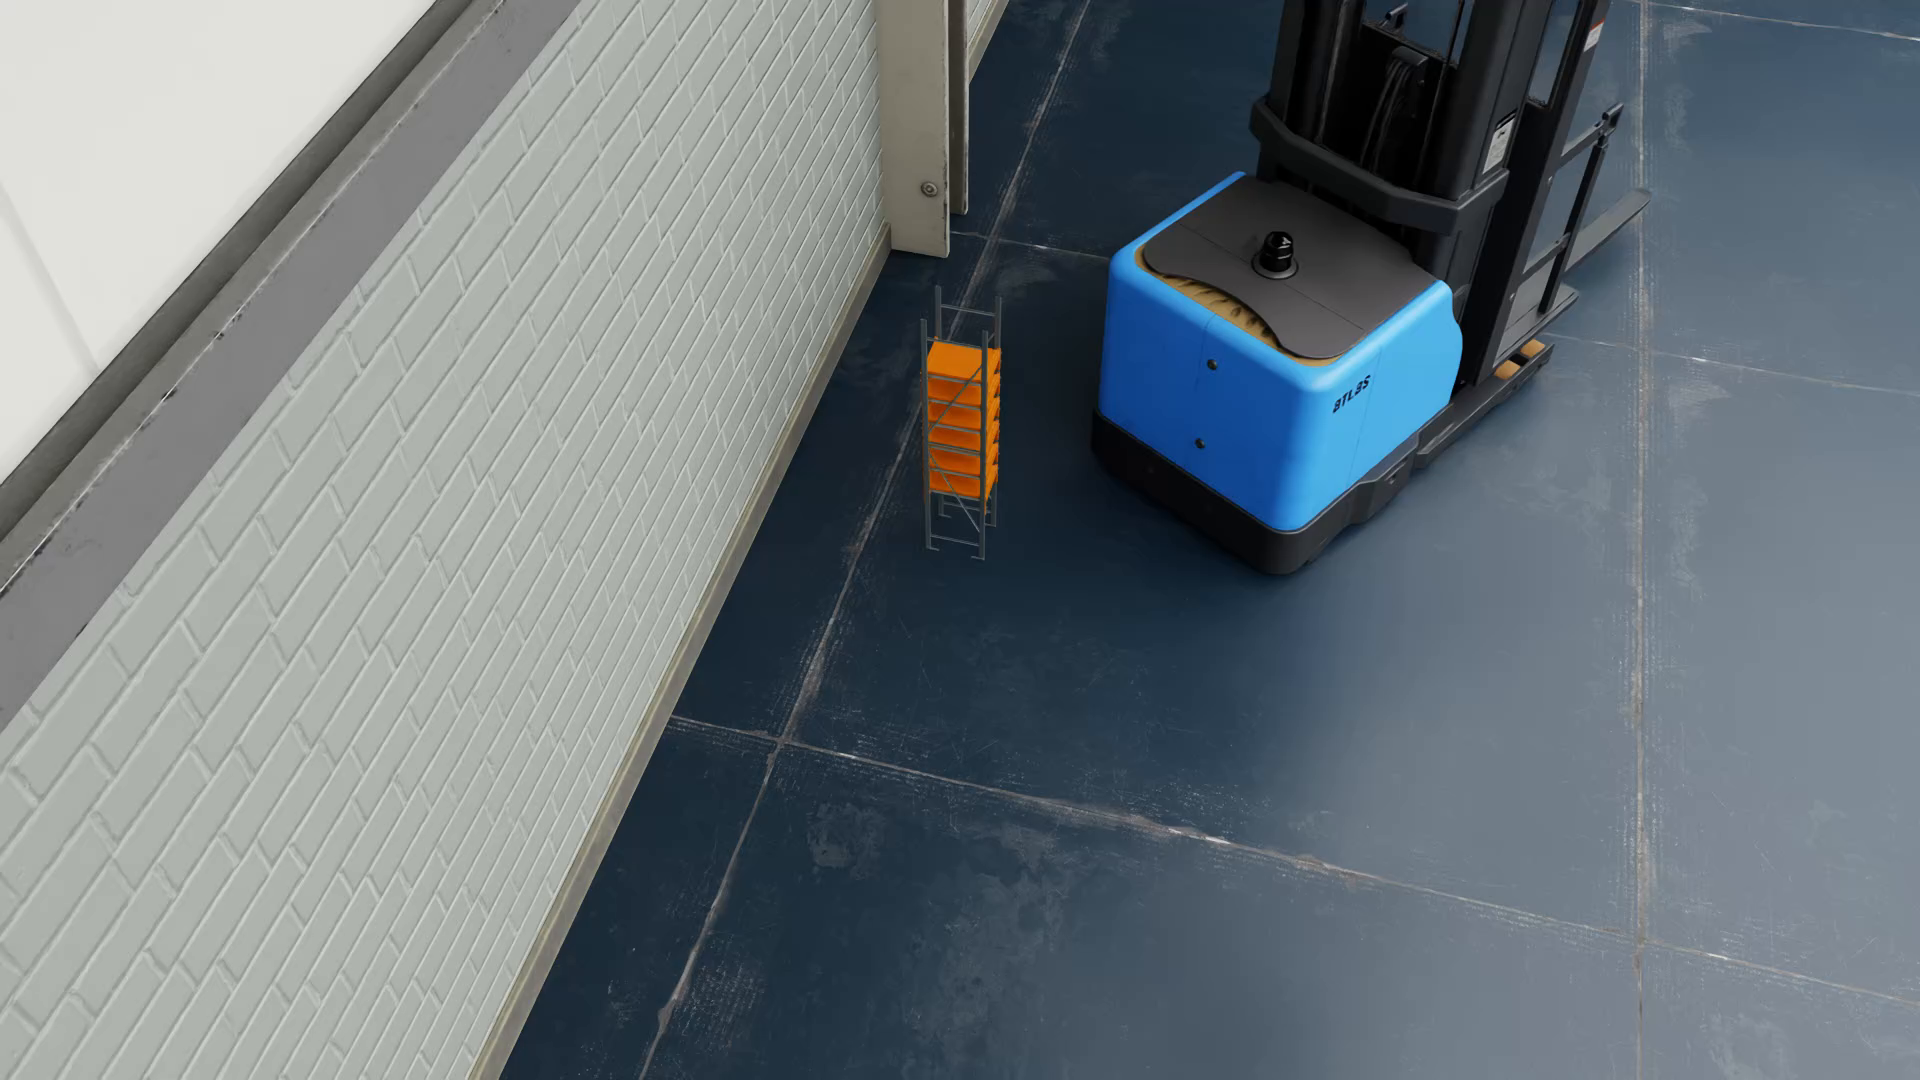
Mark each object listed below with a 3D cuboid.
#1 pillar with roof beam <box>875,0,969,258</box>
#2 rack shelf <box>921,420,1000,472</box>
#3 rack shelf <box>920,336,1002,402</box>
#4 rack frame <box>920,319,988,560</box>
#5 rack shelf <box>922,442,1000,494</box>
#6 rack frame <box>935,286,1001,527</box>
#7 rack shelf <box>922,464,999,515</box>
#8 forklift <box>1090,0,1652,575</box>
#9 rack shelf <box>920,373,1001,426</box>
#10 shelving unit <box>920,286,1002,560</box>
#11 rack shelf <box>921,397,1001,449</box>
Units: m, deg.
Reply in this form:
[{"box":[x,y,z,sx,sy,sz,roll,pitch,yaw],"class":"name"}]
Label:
[{"box":[3.993,-3.632,3.872,9.100,9.000,0.400,12,50,10],"class":"pillar with roof beam"},{"box":[0.004,-0.378,6.262,0.258,0.103,0.180,12,50,10],"class":"rack shelf"},{"box":[0.004,-0.616,5.992,0.258,0.103,0.180,12,50,10],"class":"rack shelf"},{"box":[-0.020,-0.341,6.170,0.240,1.200,0.006,12,50,10],"class":"rack frame"},{"box":[0.004,-0.299,6.352,0.258,0.103,0.180,12,50,10],"class":"rack shelf"},{"box":[0.028,-0.474,6.287,0.240,1.200,0.006,12,50,10],"class":"rack frame"},{"box":[0.004,-0.219,6.442,0.258,0.103,0.180,12,50,10],"class":"rack shelf"},{"box":[1.943,-1.831,6.330,3.031,2.935,1.130,-37,58,-28],"class":"forklift"},{"box":[0.004,-0.537,6.082,0.258,0.103,0.180,12,50,10],"class":"rack shelf"},{"box":[0.004,-0.407,6.228,0.258,1.200,0.189,12,50,10],"class":"shelving unit"},{"box":[0.004,-0.458,6.172,0.258,0.103,0.180,12,50,10],"class":"rack shelf"}]
